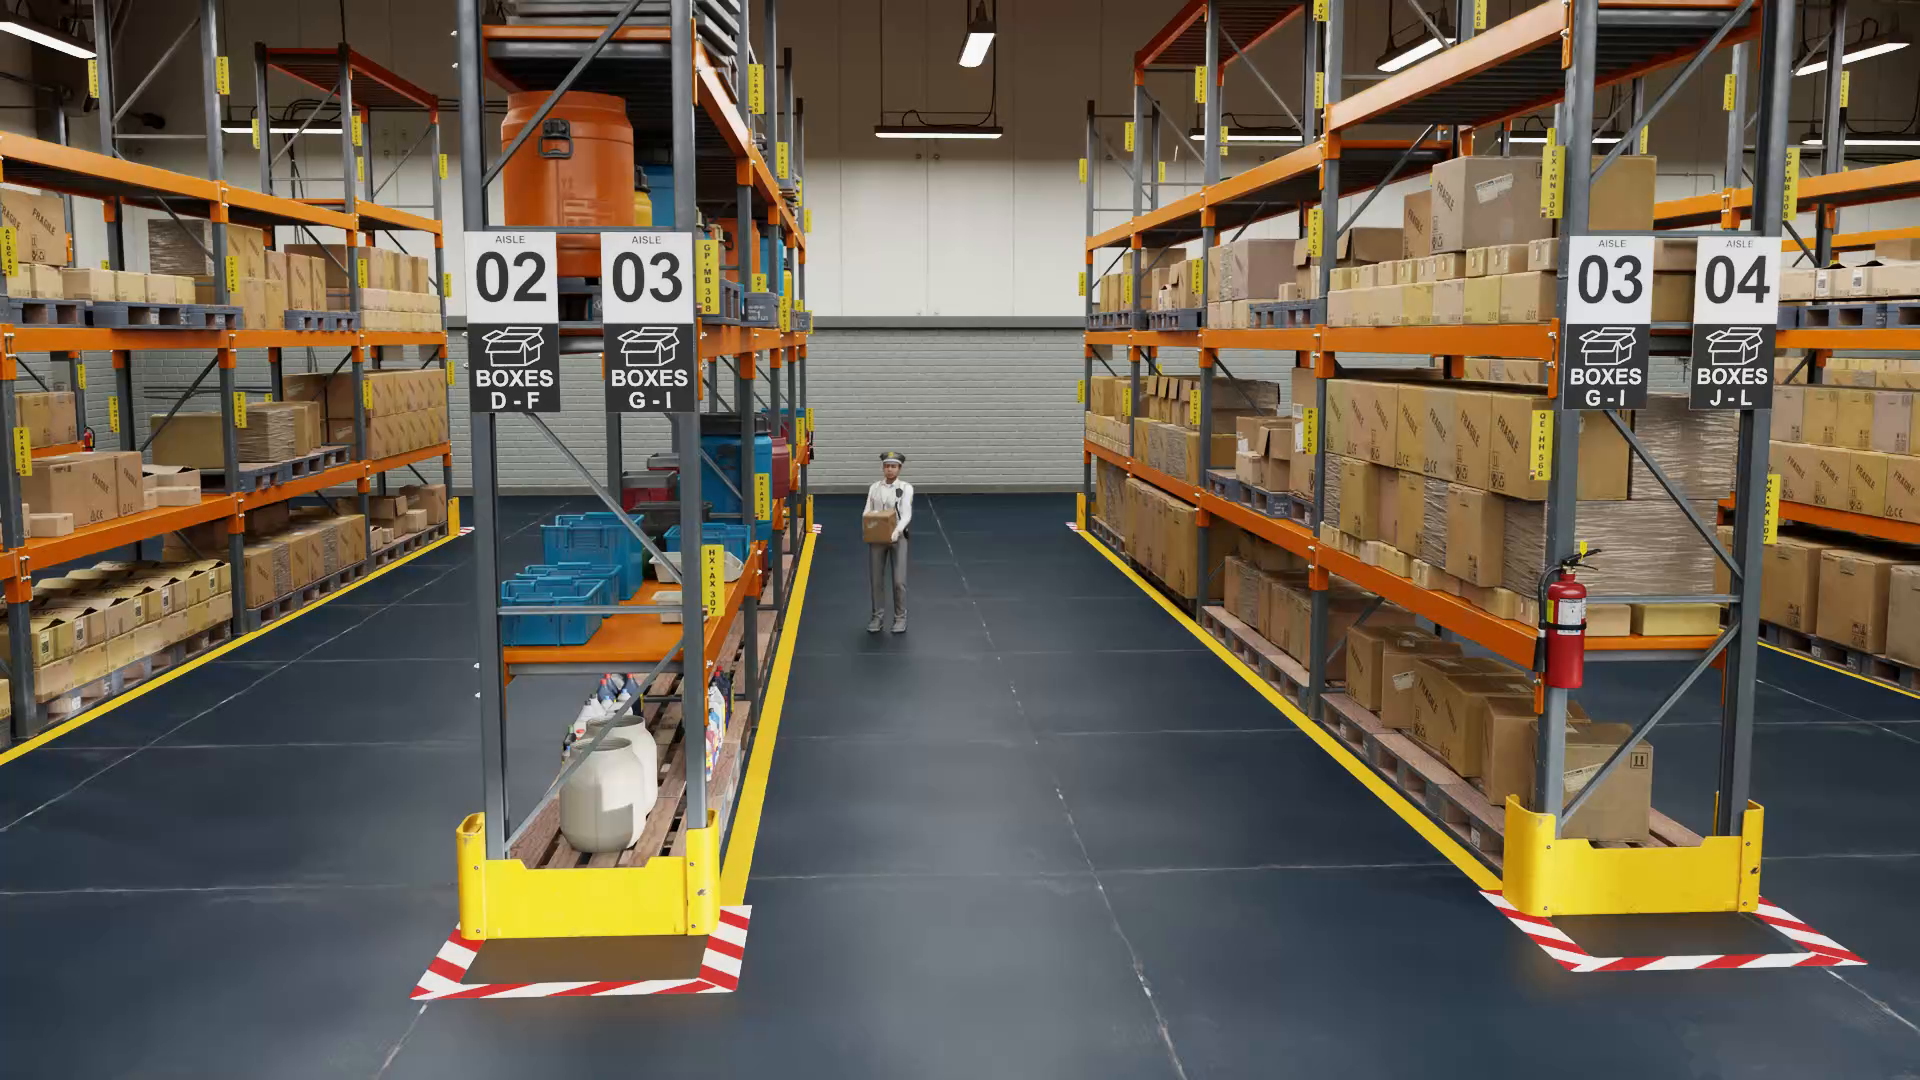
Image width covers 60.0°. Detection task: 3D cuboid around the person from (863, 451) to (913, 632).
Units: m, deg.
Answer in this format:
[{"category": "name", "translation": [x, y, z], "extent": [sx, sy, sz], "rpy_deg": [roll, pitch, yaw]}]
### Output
[{"category": "person", "translation": [-0.683, 0.015, 15.519], "extent": [0.456, 1.686, 0.556], "rpy_deg": [2, 7, 13]}]
